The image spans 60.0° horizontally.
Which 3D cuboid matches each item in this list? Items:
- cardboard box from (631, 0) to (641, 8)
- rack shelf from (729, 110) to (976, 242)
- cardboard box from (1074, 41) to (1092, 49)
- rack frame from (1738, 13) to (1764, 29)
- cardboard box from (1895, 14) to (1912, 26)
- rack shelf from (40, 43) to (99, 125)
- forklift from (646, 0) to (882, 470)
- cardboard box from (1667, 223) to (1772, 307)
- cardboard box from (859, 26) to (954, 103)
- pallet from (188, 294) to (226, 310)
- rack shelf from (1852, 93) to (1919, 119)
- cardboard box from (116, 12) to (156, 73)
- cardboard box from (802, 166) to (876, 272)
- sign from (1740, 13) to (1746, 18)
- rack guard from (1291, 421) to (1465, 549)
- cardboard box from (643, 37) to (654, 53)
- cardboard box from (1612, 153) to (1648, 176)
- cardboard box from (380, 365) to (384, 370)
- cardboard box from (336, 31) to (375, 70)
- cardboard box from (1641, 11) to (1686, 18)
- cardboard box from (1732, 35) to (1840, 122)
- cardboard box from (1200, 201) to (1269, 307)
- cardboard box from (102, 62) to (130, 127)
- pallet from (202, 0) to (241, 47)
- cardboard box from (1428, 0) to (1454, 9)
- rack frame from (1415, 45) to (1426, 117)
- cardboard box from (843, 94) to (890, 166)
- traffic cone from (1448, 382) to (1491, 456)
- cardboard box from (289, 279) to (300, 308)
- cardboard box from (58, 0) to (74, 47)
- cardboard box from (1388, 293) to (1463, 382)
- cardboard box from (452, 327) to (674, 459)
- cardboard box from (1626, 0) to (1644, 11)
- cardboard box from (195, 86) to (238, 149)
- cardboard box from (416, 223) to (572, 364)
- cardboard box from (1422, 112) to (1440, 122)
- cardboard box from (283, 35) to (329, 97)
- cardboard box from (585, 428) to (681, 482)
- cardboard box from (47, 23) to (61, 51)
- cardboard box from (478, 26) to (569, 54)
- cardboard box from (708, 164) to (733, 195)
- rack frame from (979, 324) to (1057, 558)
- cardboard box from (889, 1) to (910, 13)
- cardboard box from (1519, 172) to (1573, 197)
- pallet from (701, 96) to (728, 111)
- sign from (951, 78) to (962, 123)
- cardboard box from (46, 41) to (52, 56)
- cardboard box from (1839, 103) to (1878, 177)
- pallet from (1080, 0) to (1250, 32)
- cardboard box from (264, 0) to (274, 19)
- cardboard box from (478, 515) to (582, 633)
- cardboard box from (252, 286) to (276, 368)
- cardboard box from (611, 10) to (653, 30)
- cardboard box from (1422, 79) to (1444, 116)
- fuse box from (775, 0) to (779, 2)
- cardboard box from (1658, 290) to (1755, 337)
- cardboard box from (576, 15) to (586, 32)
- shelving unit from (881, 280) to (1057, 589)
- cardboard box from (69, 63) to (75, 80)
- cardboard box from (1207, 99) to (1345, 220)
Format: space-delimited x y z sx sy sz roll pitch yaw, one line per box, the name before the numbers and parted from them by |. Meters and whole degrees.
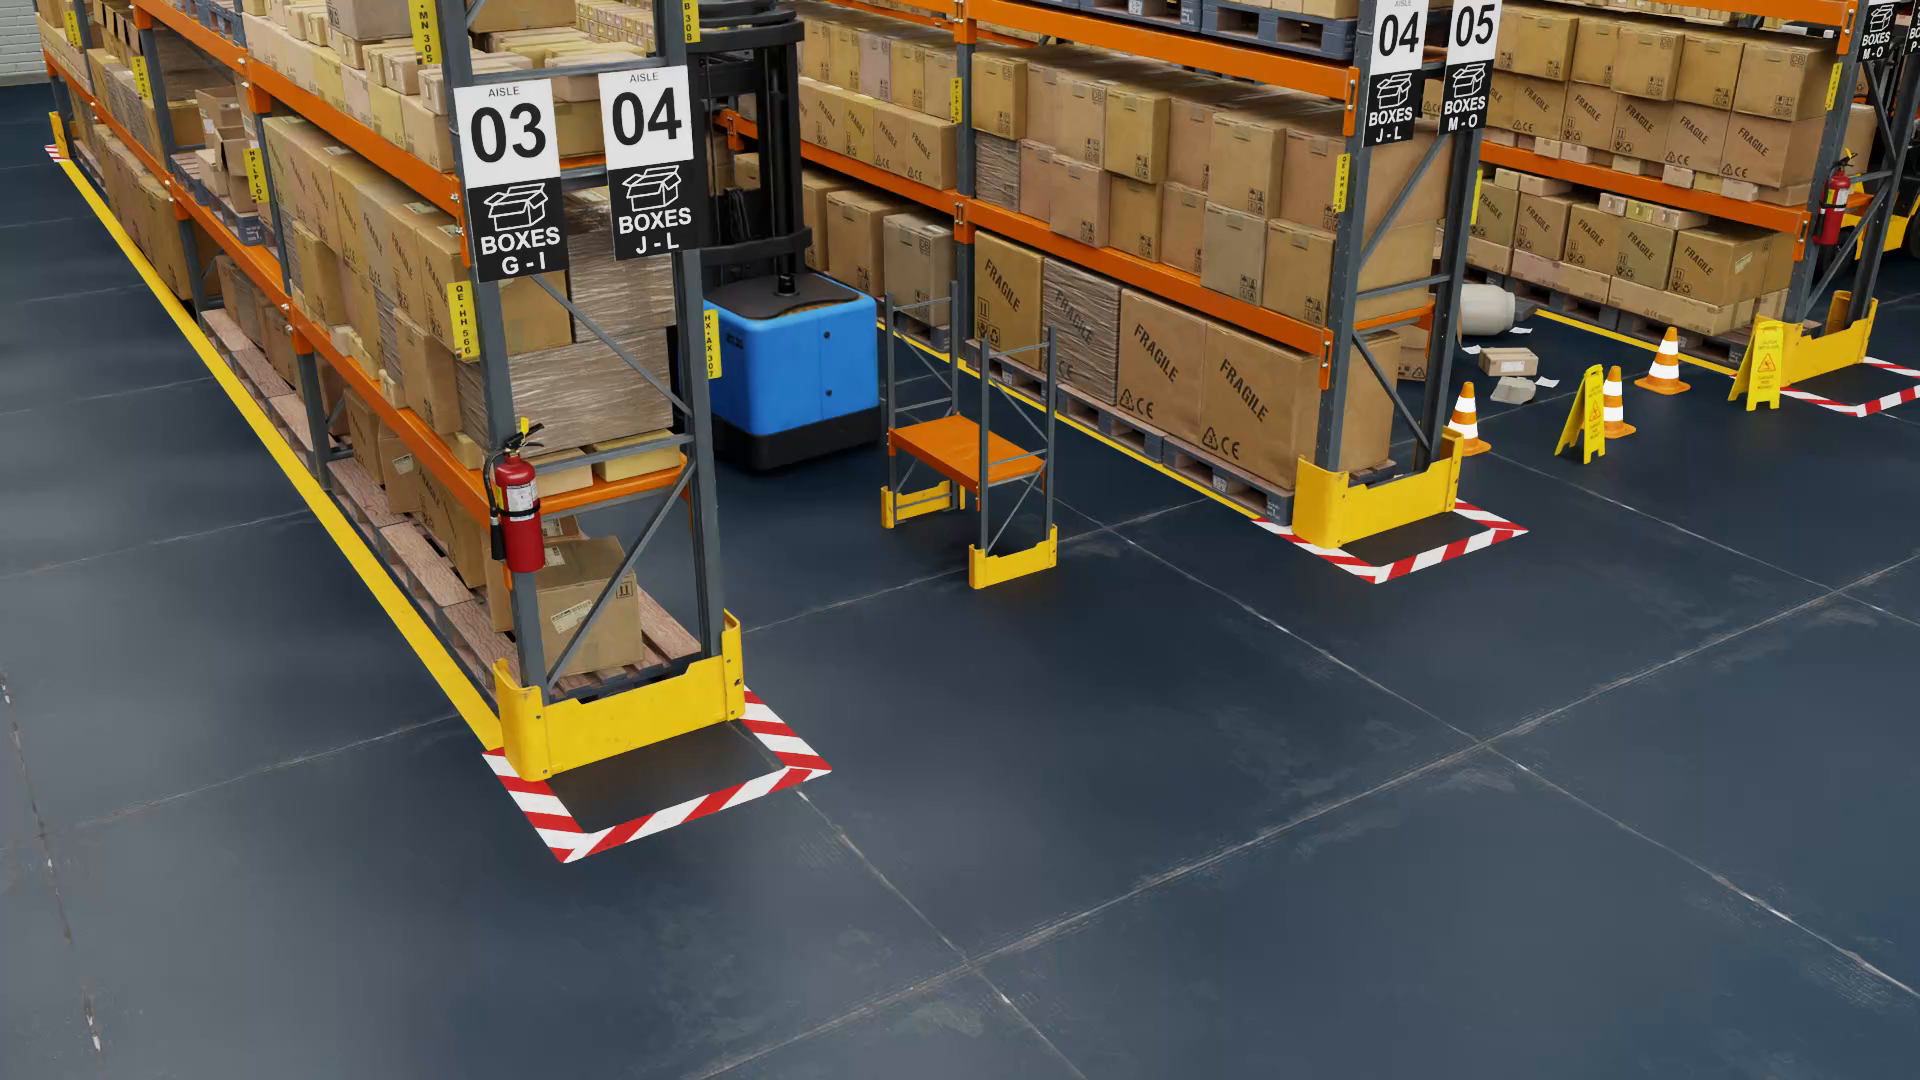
cardboard box | -3.412 -5.940 18.424 0.380 0.149 0.250 -17 30 -31
rack shelf | -0.666 -3.317 14.605 1.077 0.370 4.000 -16 29 -30
cardboard box | 1.548 -5.779 19.153 0.500 0.250 0.500 -15 29 -29
rack frame | 8.674 -5.275 17.910 1.000 3.000 0.127 -16 29 -30
cardboard box | 9.370 -5.122 16.361 0.380 0.149 0.250 -16 29 -30
rack shelf | -9.244 -5.059 18.294 1.077 0.370 4.000 -16 29 -30
forklift | -1.838 -2.360 11.816 1.130 2.935 3.031 -18 31 -33
cardboard box | 6.045 -2.197 13.241 0.500 0.500 0.500 -15 29 -29
cardboard box | -0.409 -3.965 13.846 0.700 0.500 0.500 -15 29 -29
pallet | -6.336 -2.276 14.825 1.003 0.211 1.213 -16 29 -30
rack shelf | 9.766 -4.234 16.548 1.077 0.370 4.000 -16 29 -30
cardboard box | -7.080 -4.474 14.921 0.797 0.503 0.637 -14 29 -28
cardboard box | -1.021 -2.979 15.191 1.050 0.750 0.750 -15 29 -29
sign | 8.225 -5.632 17.404 0.100 0.325 0.005 -16 29 -30
rack guard | 2.622 -0.357 10.421 1.175 0.500 0.348 -16 29 -30
cardboard box | -2.972 -5.007 16.796 0.380 0.149 0.250 -16 30 -30
cardboard box | 5.561 -3.097 13.592 0.380 0.149 0.250 -16 30 -30
cardboard box | -2.916 -0.934 9.010 0.380 0.149 0.250 -16 29 -30
cardboard box | -2.719 -2.339 7.886 0.380 0.149 0.250 -17 30 -32
cardboard box | 7.905 -5.731 18.467 0.500 0.250 0.500 -16 30 -31
cardboard box | 6.239 -3.450 12.407 0.700 0.500 0.500 -16 30 -31
cardboard box | 2.050 -1.878 10.538 0.875 0.550 0.550 -16 29 -30
cardboard box | -7.563 -4.132 15.372 0.500 0.500 0.500 -16 30 -31
pallet | -4.033 -3.324 10.484 1.213 0.211 1.003 -16 29 -30
cardboard box | 2.690 -3.171 9.626 0.380 0.149 0.250 -15 29 -29
rack frame | 4.518 -4.117 15.456 1.000 3.000 0.127 -16 29 -30
cardboard box | -0.635 -3.458 13.944 0.500 0.500 0.500 -15 29 -29
traffic cone | 3.509 -0.870 11.550 0.336 0.463 0.334 -16 29 -30
cardboard box | -3.920 -1.546 10.306 0.380 0.149 0.250 -16 29 -30
cardboard box | -8.898 -5.357 17.032 0.500 0.500 0.500 -15 29 -29
cardboard box | 3.621 -1.595 13.040 0.637 0.503 0.797 7 26 15
cardboard box | -1.879 -0.759 7.879 0.875 0.500 0.500 -16 29 -30
cardboard box | 7.711 -6.043 18.660 0.380 0.149 0.250 -16 30 -31
cardboard box | -5.641 -3.289 13.095 0.500 0.500 0.500 -20 32 -36
cardboard box | -2.109 -1.147 7.530 0.500 0.500 0.500 -16 29 -30
cardboard box | 4.421 -3.816 15.113 0.380 0.149 0.250 -16 29 -30
cardboard box | -3.199 -2.507 8.708 0.500 0.250 0.500 -17 30 -32
cardboard box | -1.558 -0.420 7.921 0.380 0.149 0.250 -16 29 -30
cardboard box | -9.740 -5.566 18.355 0.500 0.250 0.500 -17 30 -31
cardboard box | -2.078 -2.376 7.965 0.380 0.149 0.250 -16 29 -30
cardboard box | -2.337 -3.592 16.780 0.500 0.500 0.500 -16 29 -30
rack frame | 0.324 -0.466 9.480 0.500 1.500 0.032 -16 29 -30
cardboard box | -0.602 -7.312 22.109 0.500 0.500 0.500 -16 30 -31
cardboard box | 5.063 -3.084 14.359 0.380 0.149 0.250 -14 29 -27
pallet | -2.236 -4.501 16.495 1.213 0.211 1.003 -16 29 -30
sign | -0.024 -3.285 12.431 0.100 0.325 0.005 -16 29 -30
cardboard box | -10.138 -5.599 18.891 0.380 0.149 0.250 -16 30 -31
cardboard box | 6.675 -3.100 12.837 0.500 0.500 0.500 -16 30 -30
pallet | 1.525 -3.512 10.766 1.003 0.211 1.213 -16 29 -30
cardboard box | -3.664 -3.009 9.304 0.380 0.149 0.250 -17 30 -32
cardboard box | -2.284 0.131 8.895 0.500 0.500 0.500 -8 26 -16
cardboard box | -4.958 -1.675 12.697 0.700 0.500 0.500 -13 28 -25
cardboard box | -3.405 -5.423 17.330 0.380 0.149 0.250 -14 29 -28
cardboard box | 4.524 -4.074 14.901 0.500 0.500 0.500 -16 29 -30
fuse box | -3.291 -10.275 30.011 0.539 1.711 0.414 -16 29 -30
cardboard box | 6.021 -1.867 13.421 0.500 0.250 0.500 -16 29 -30
cardboard box | -3.969 -5.659 18.177 0.380 0.149 0.250 -16 30 -31
shelving unit | 0.042 -0.651 9.872 0.587 1.500 1.083 -16 29 -30
cardboard box | -9.156 -4.956 17.528 0.380 0.149 0.250 -15 29 -29
cardboard box | 2.061 -2.369 10.314 0.875 0.550 0.550 -16 29 -30
